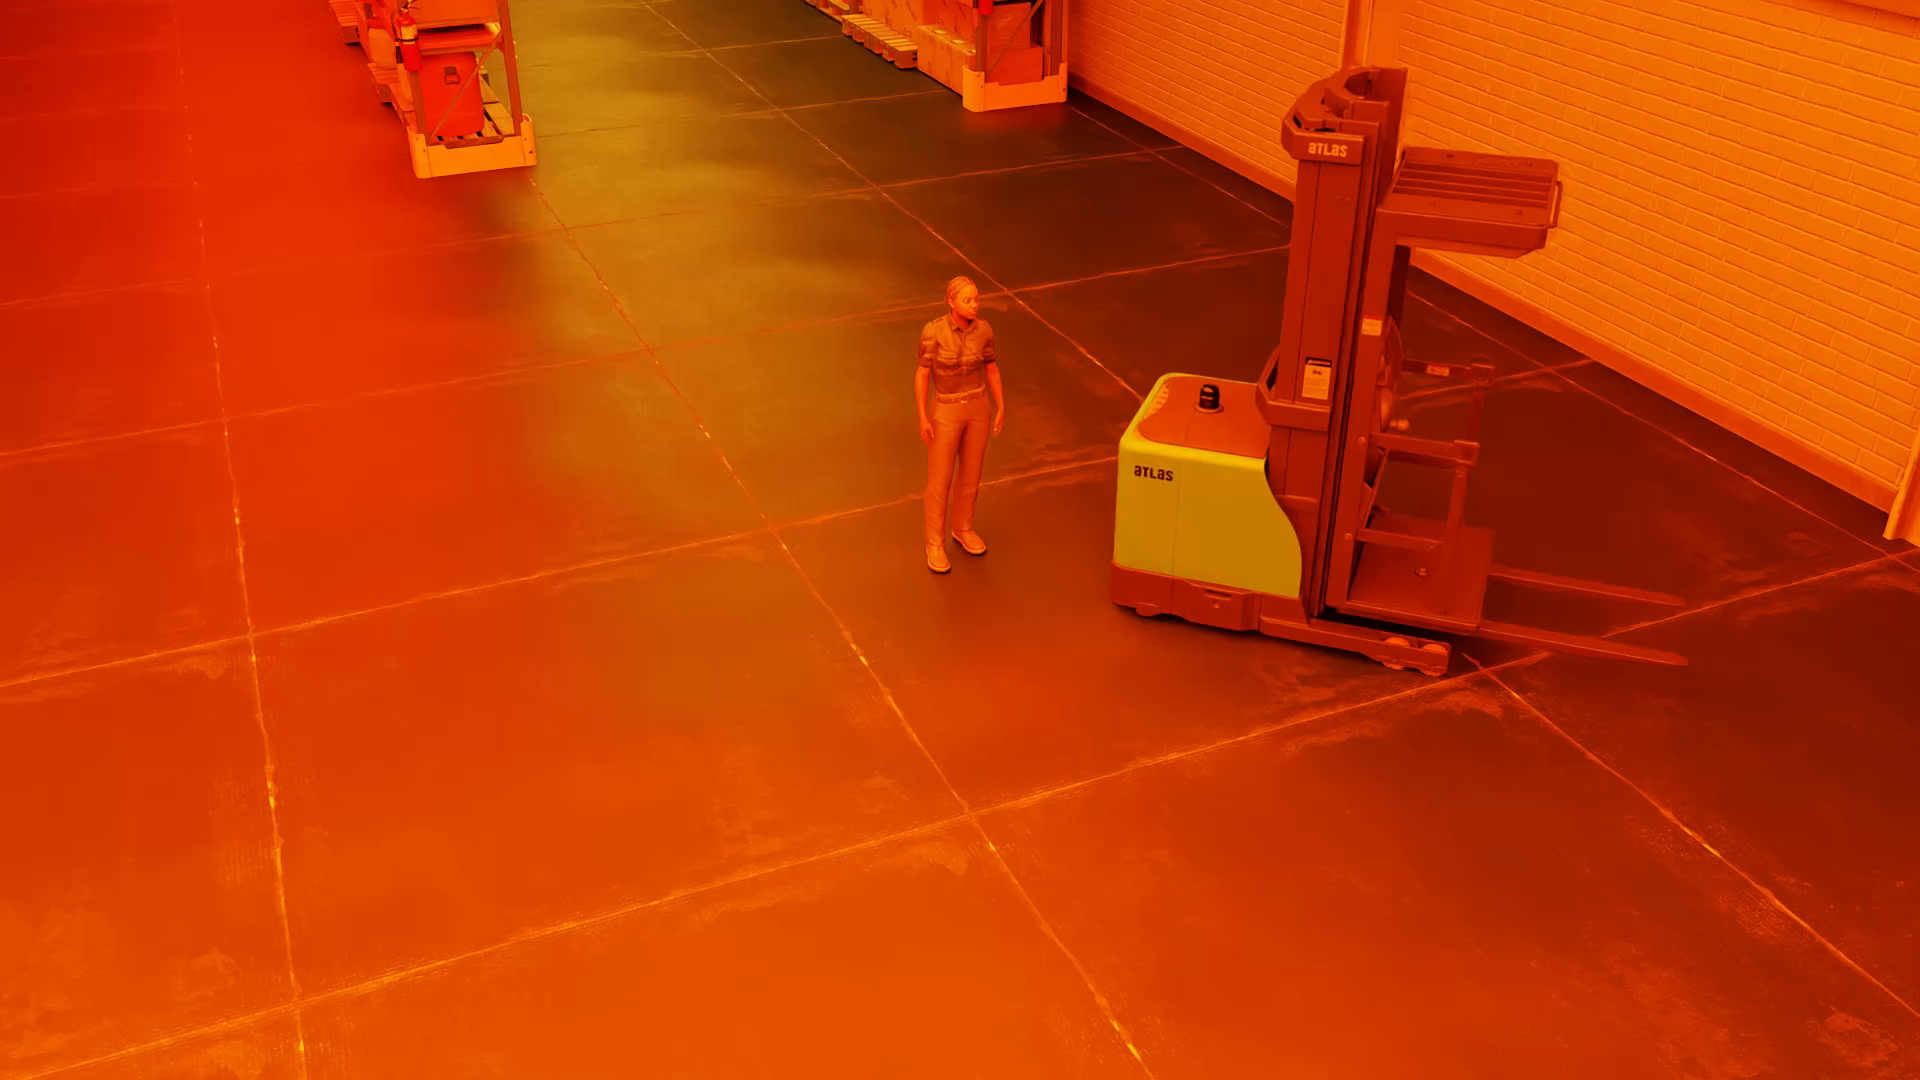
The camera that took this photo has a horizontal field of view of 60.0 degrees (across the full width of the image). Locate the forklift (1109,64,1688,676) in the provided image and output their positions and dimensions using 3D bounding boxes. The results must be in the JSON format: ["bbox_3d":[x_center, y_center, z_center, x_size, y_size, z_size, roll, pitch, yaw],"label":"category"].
[{"bbox_3d":[2.412,-0.850,8.606,3.031,2.935,1.130,10,31,17],"label":"forklift"}]

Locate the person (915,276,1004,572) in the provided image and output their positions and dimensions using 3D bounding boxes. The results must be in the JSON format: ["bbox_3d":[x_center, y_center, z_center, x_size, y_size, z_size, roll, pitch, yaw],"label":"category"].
[{"bbox_3d":[0.017,-0.676,9.584,0.569,1.644,0.503,-12,32,-20],"label":"person"}]
